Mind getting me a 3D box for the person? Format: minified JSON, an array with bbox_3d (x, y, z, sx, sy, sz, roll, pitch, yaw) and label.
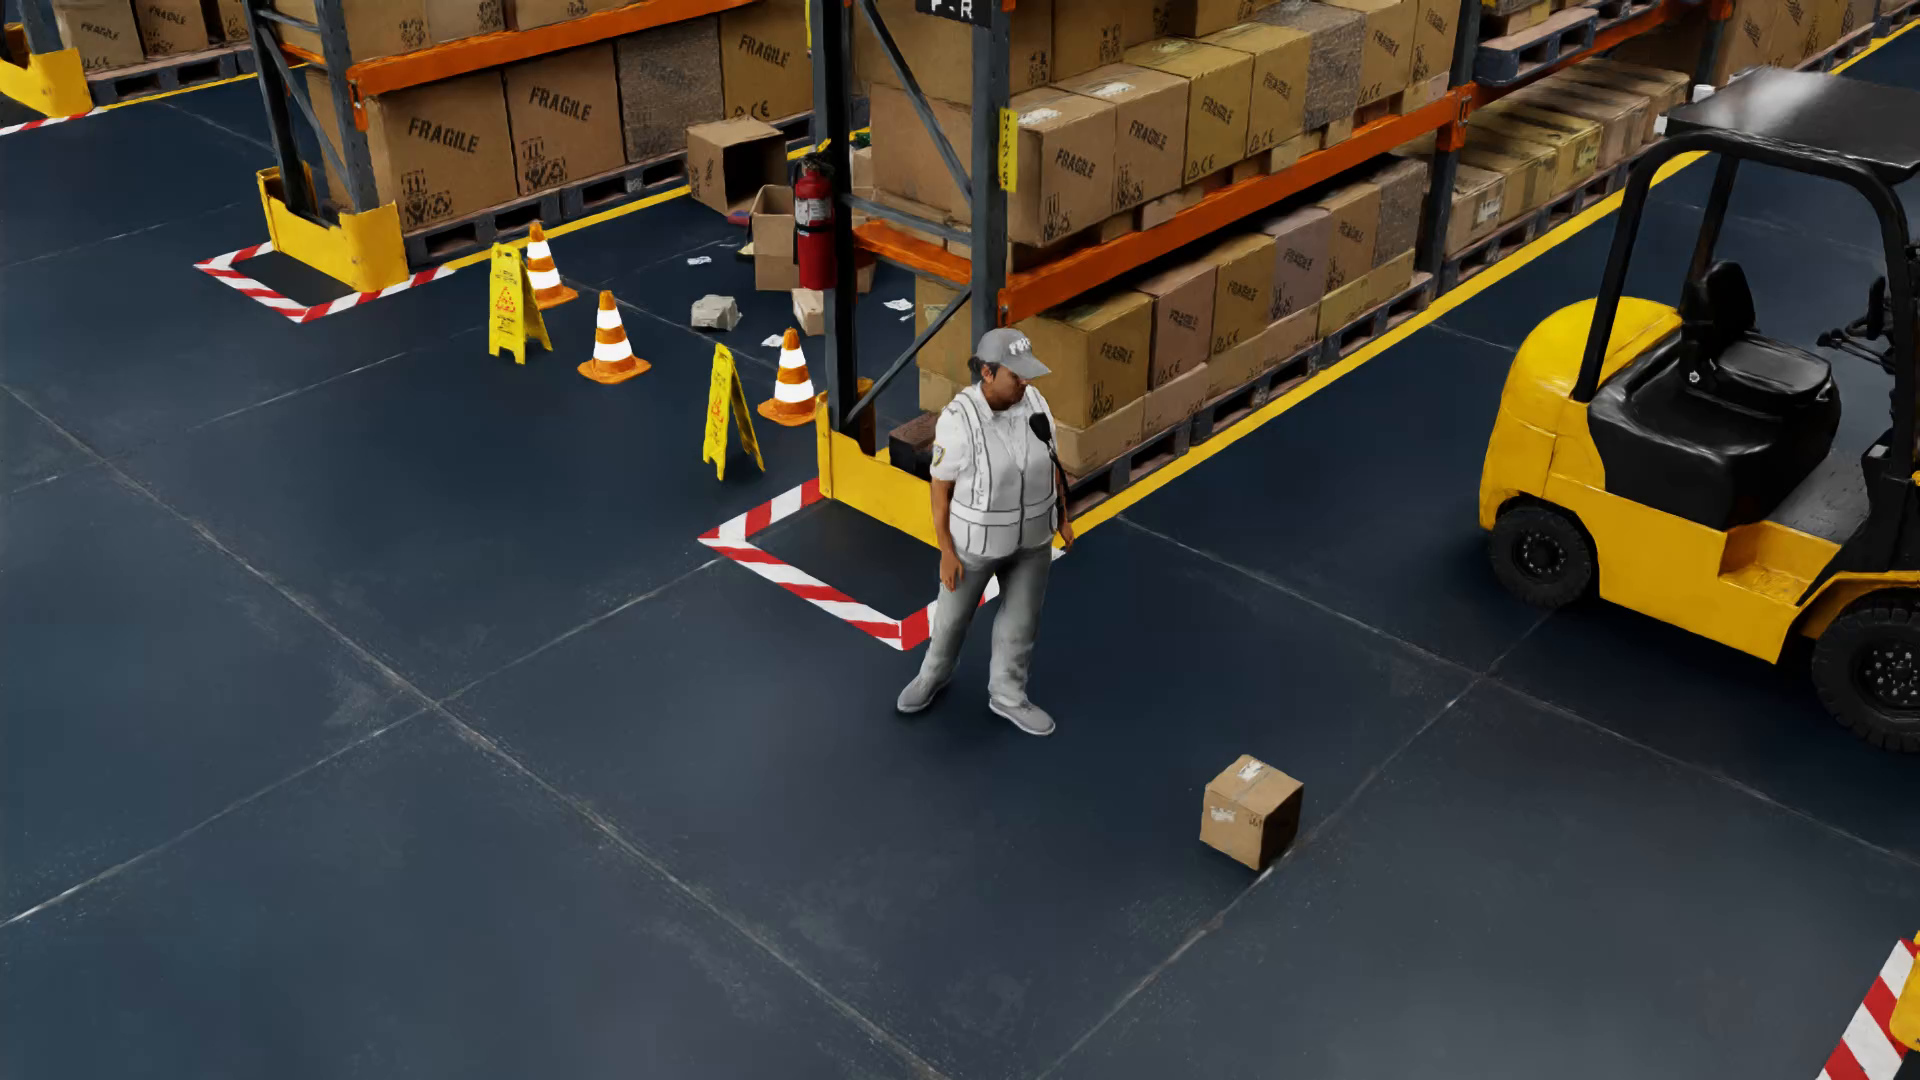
[{"bbox_3d":[0.103,-0.033,6.196,0.667,1.663,0.521,-13,34,-21],"label":"person"}]
